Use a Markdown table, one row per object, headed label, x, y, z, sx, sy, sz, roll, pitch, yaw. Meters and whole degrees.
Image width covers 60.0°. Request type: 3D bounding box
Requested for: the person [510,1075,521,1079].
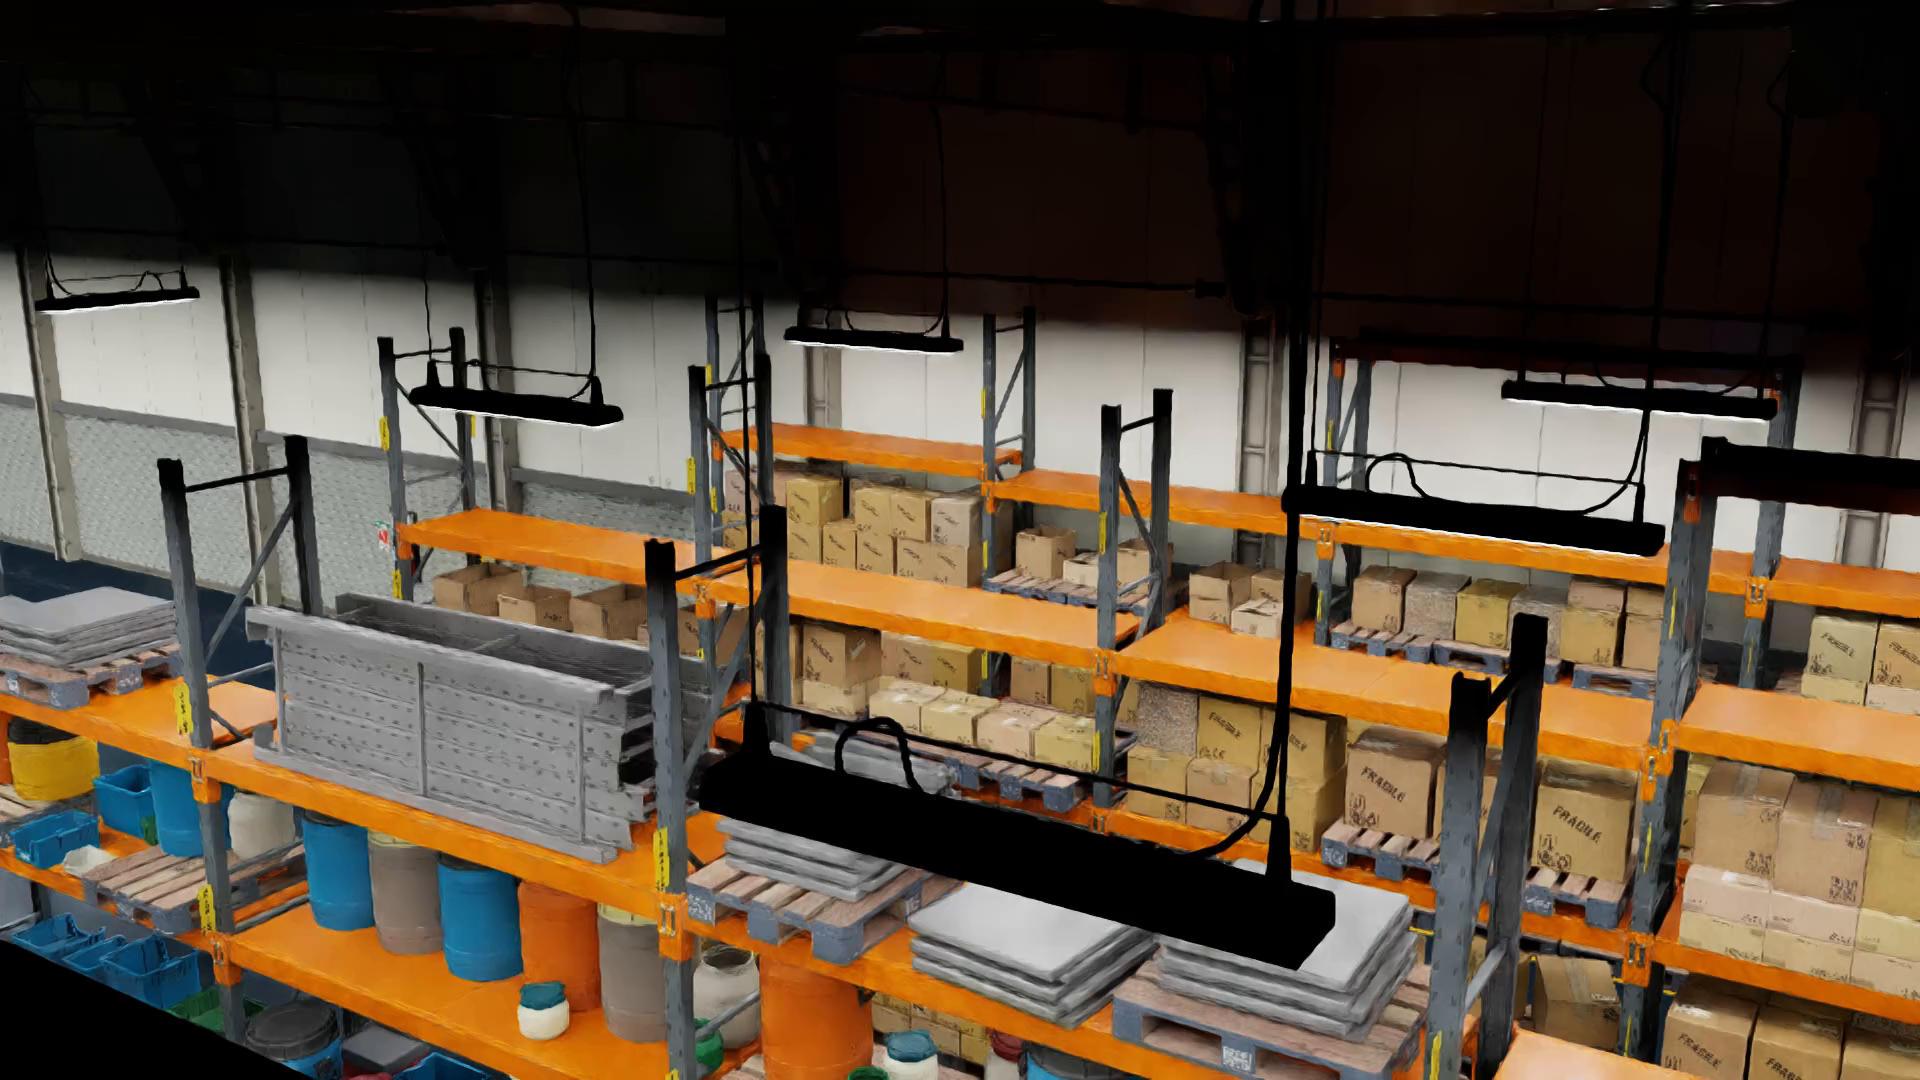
| label | x | y | z | sx | sy | sz | roll | pitch | yaw |
| --- | --- | --- | --- | --- | --- | --- | --- | --- | --- |
| person | -3.347 | 3.798 | 14.278 | 0.896 | 1.715 | 0.735 | 4 | 14 | 15 |
